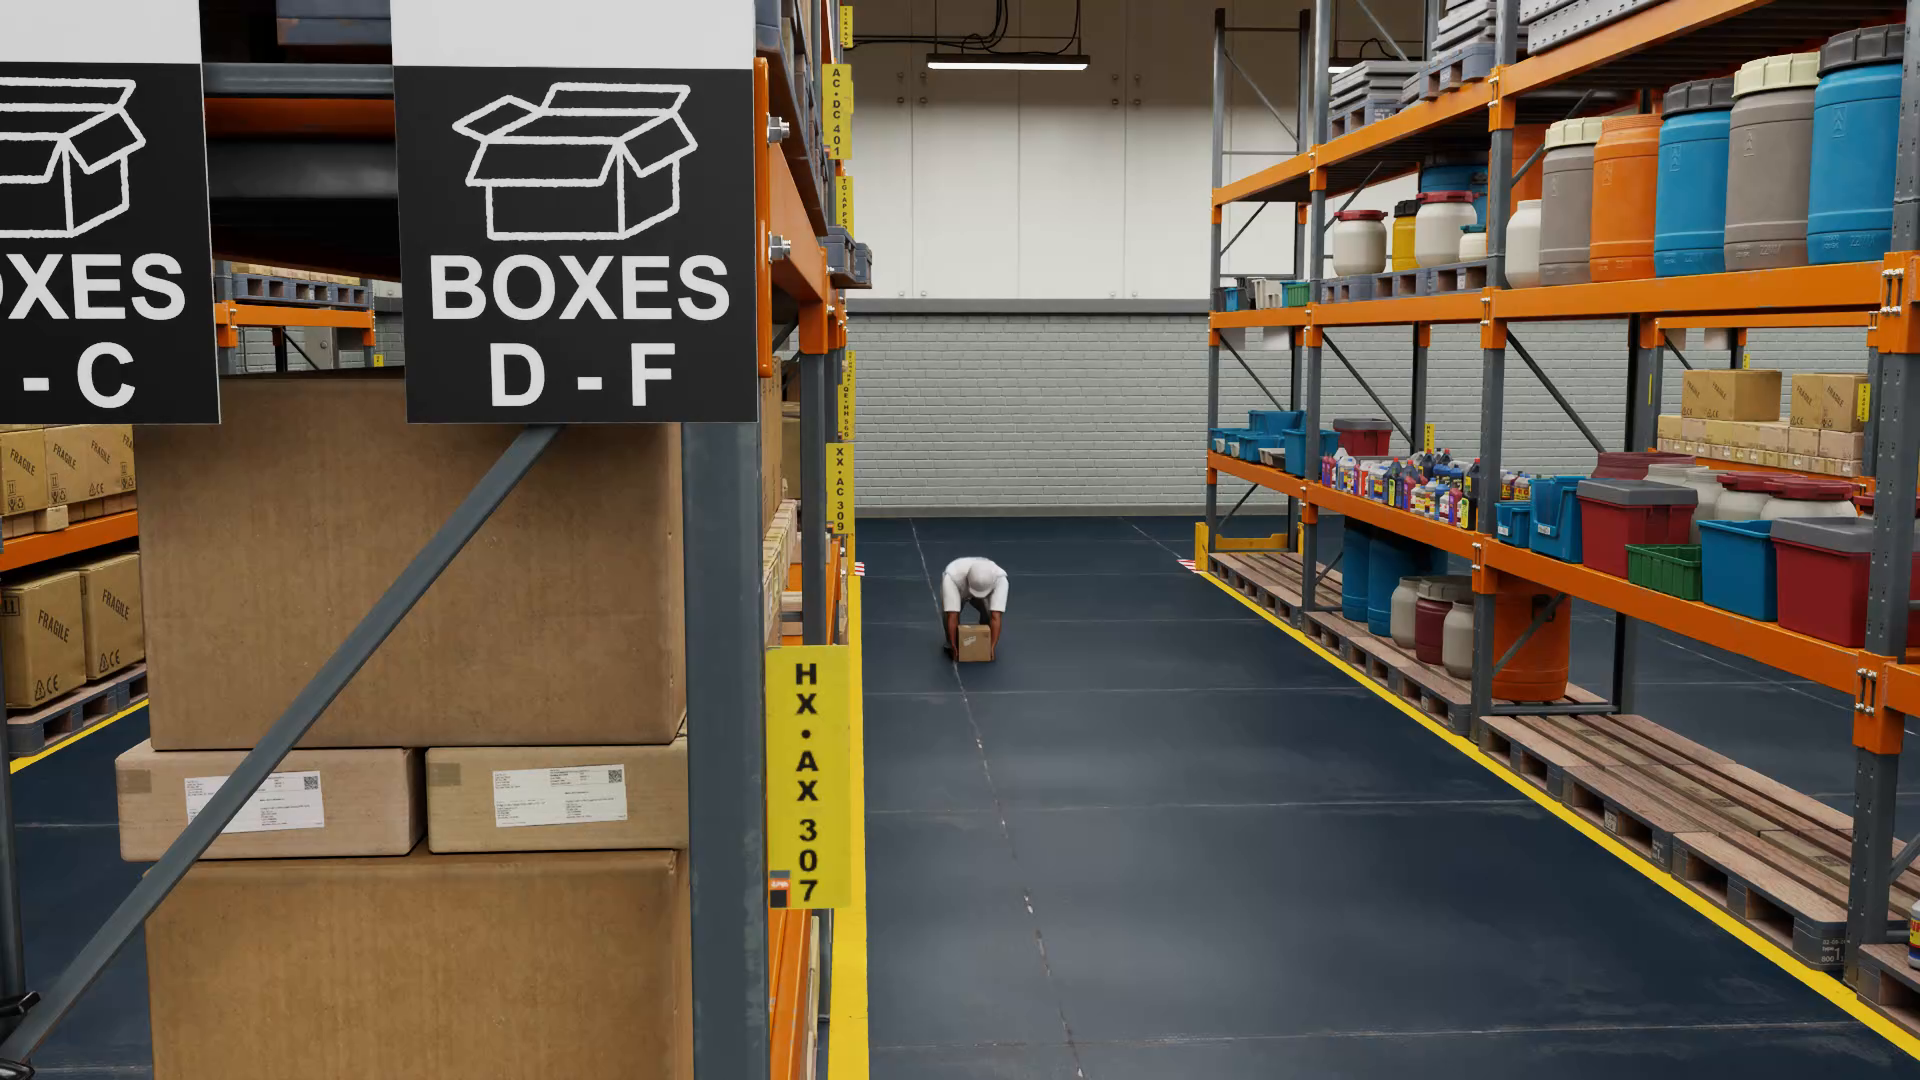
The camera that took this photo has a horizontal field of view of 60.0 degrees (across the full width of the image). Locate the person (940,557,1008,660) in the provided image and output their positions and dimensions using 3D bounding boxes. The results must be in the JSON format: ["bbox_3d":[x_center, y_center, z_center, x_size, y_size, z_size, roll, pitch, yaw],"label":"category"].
[{"bbox_3d":[0.111,0.527,13.441,0.532,0.814,0.958,0,7,-4],"label":"person"}]
